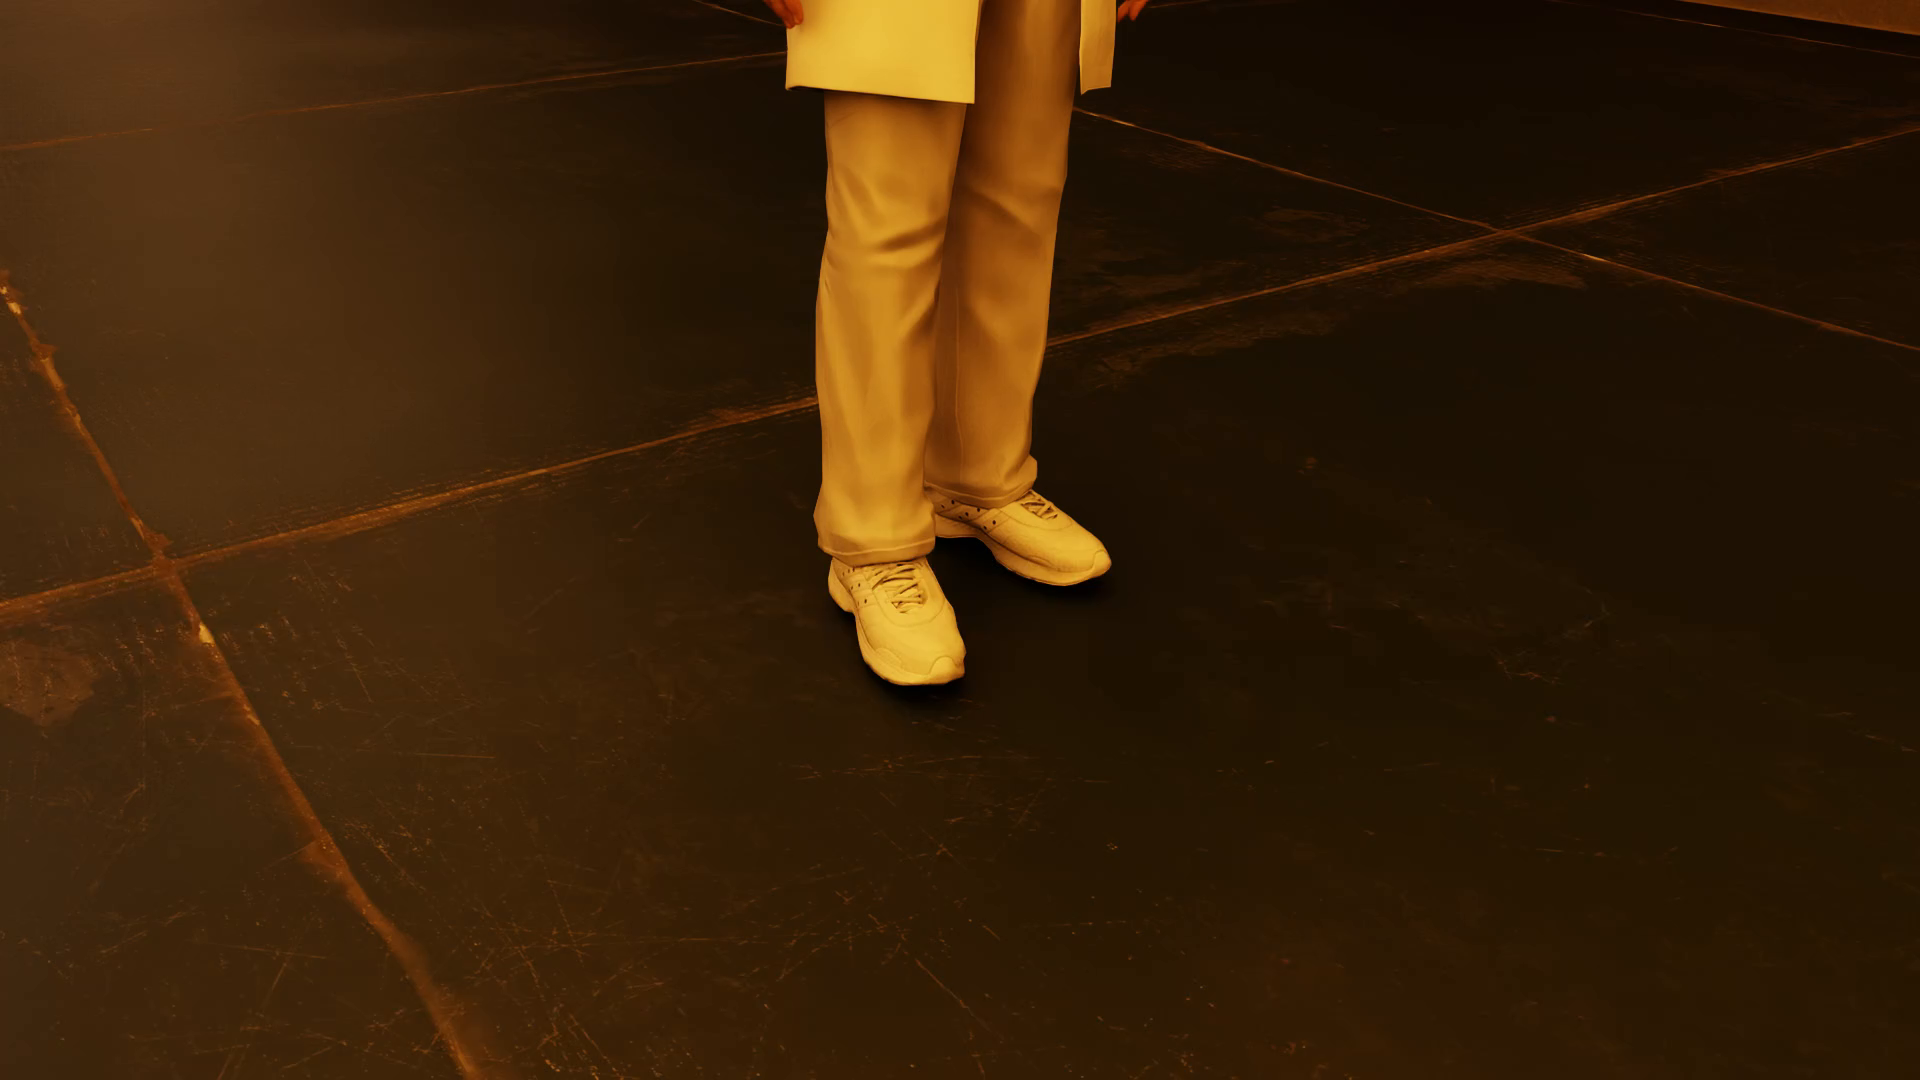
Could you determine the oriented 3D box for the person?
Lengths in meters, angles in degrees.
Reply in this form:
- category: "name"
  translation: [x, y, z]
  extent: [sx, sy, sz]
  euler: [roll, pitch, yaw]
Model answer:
- category: "person"
  translation: [0.049, -0.766, 2.029]
  extent: [0.698, 1.777, 0.578]
  euler: [-17, 31, -31]
